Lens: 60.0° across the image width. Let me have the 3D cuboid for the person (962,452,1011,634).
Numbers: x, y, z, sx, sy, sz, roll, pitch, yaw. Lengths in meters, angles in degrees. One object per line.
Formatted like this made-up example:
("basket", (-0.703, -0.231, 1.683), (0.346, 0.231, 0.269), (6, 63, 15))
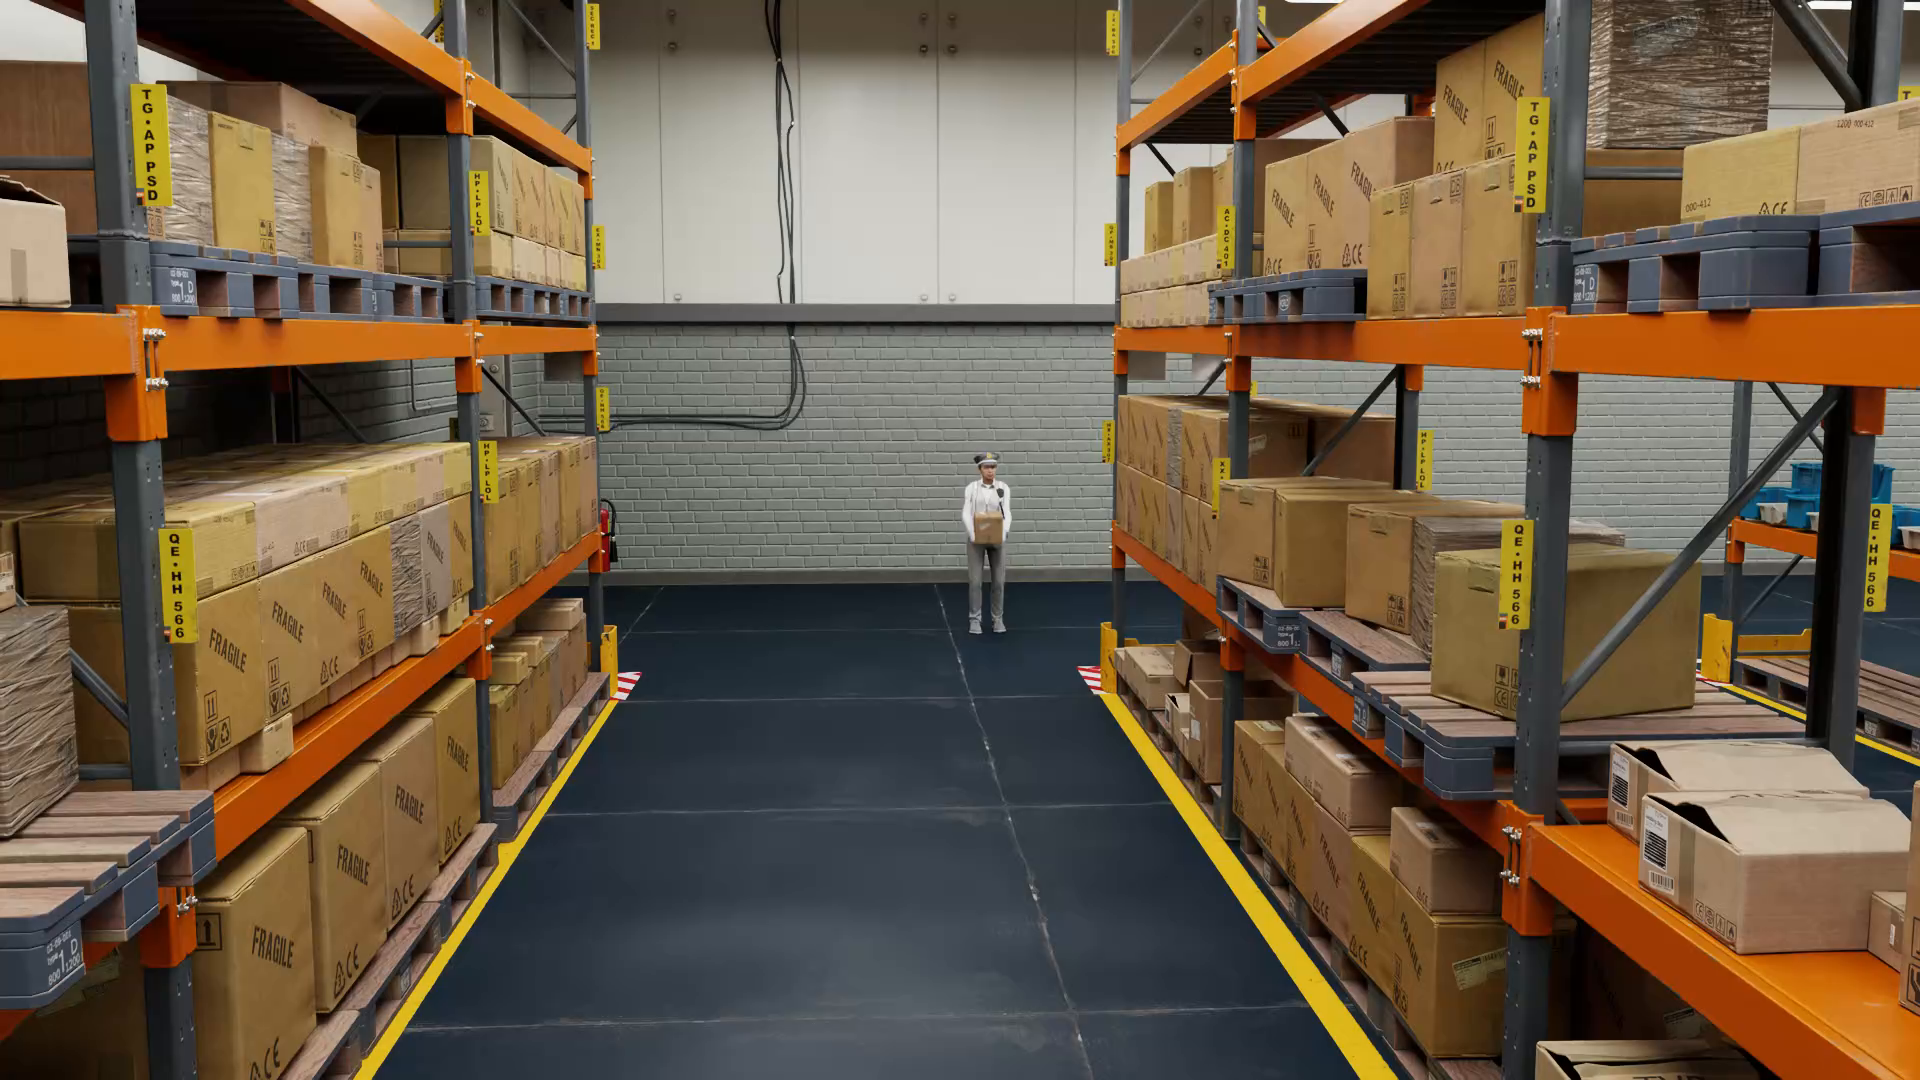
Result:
("person", (0.248, 0.024, 15.470), (0.459, 1.688, 0.543), (0, 7, -3))
